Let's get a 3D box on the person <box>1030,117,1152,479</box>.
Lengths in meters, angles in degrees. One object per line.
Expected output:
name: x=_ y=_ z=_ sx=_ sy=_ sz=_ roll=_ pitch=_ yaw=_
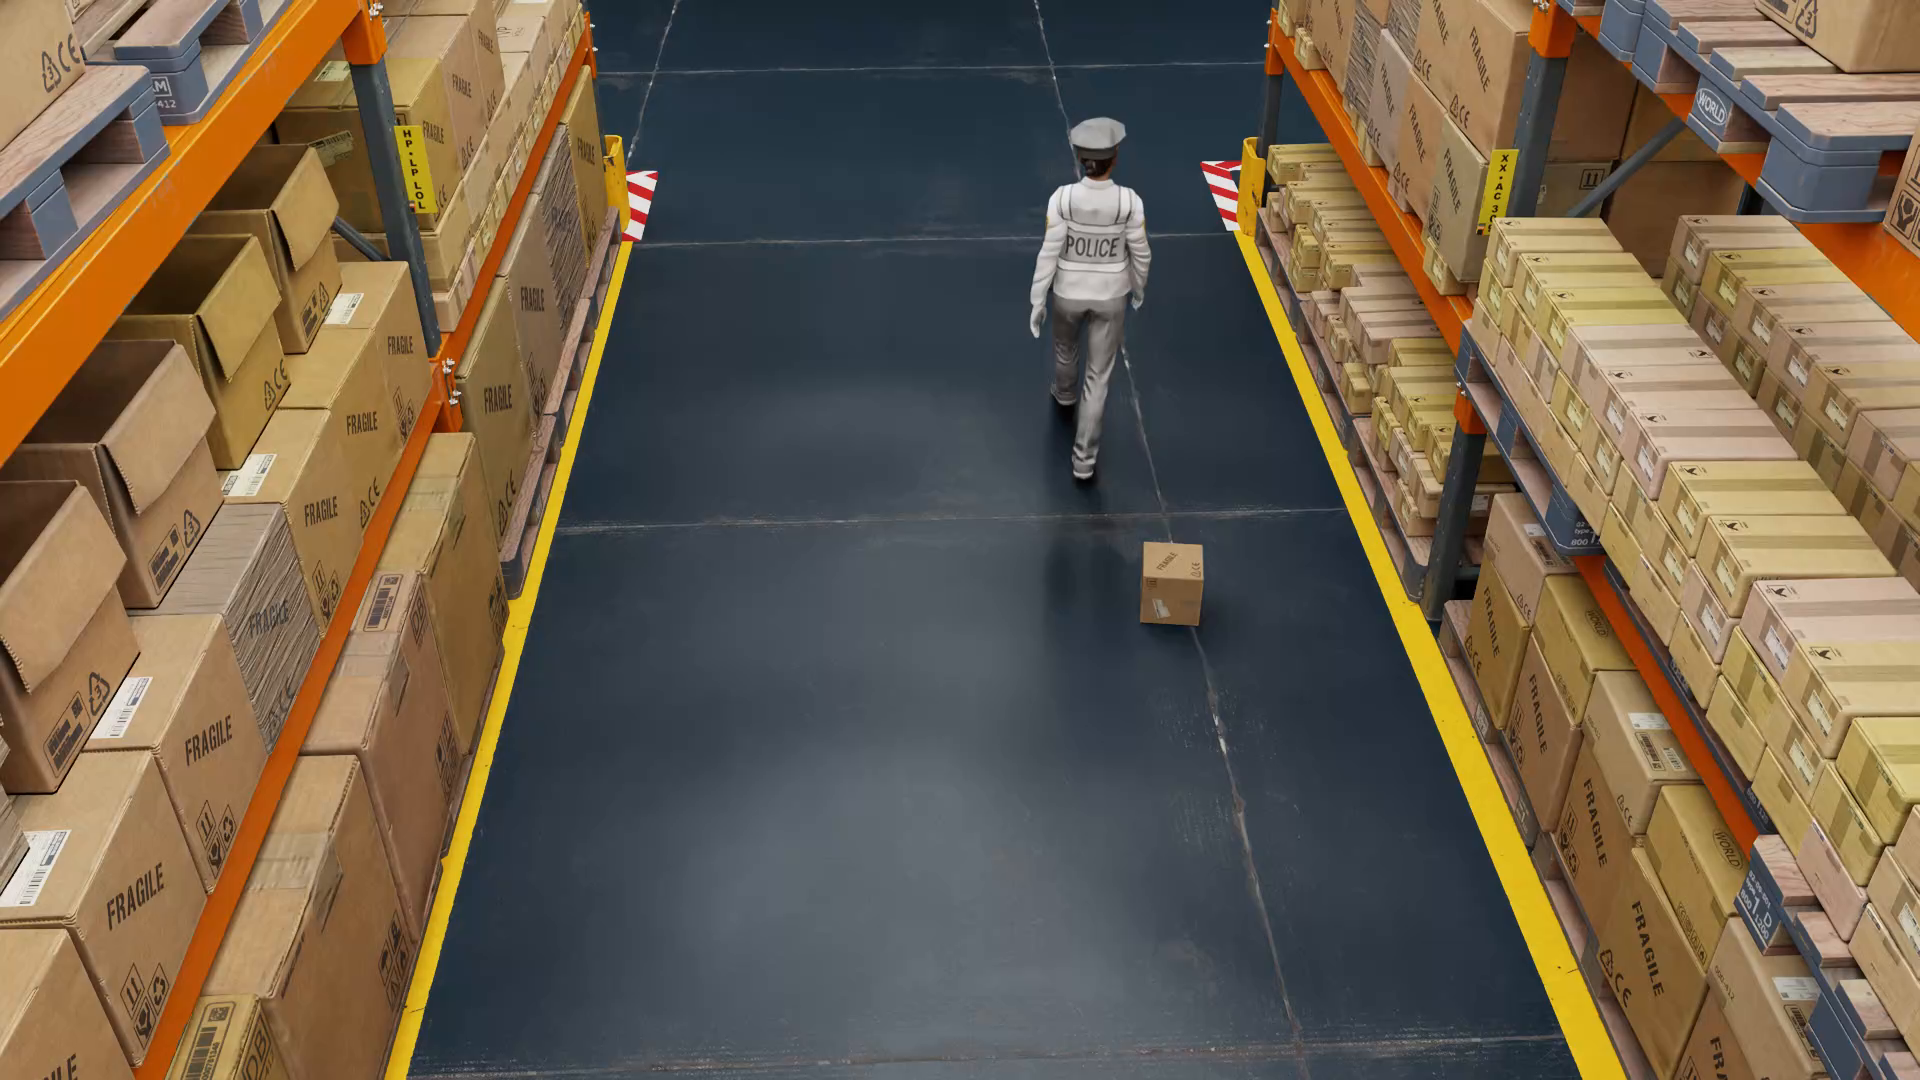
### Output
person: x=0.622 y=-1.195 z=7.798 sx=0.535 sy=1.618 sz=0.935 roll=6 pitch=36 yaw=8
